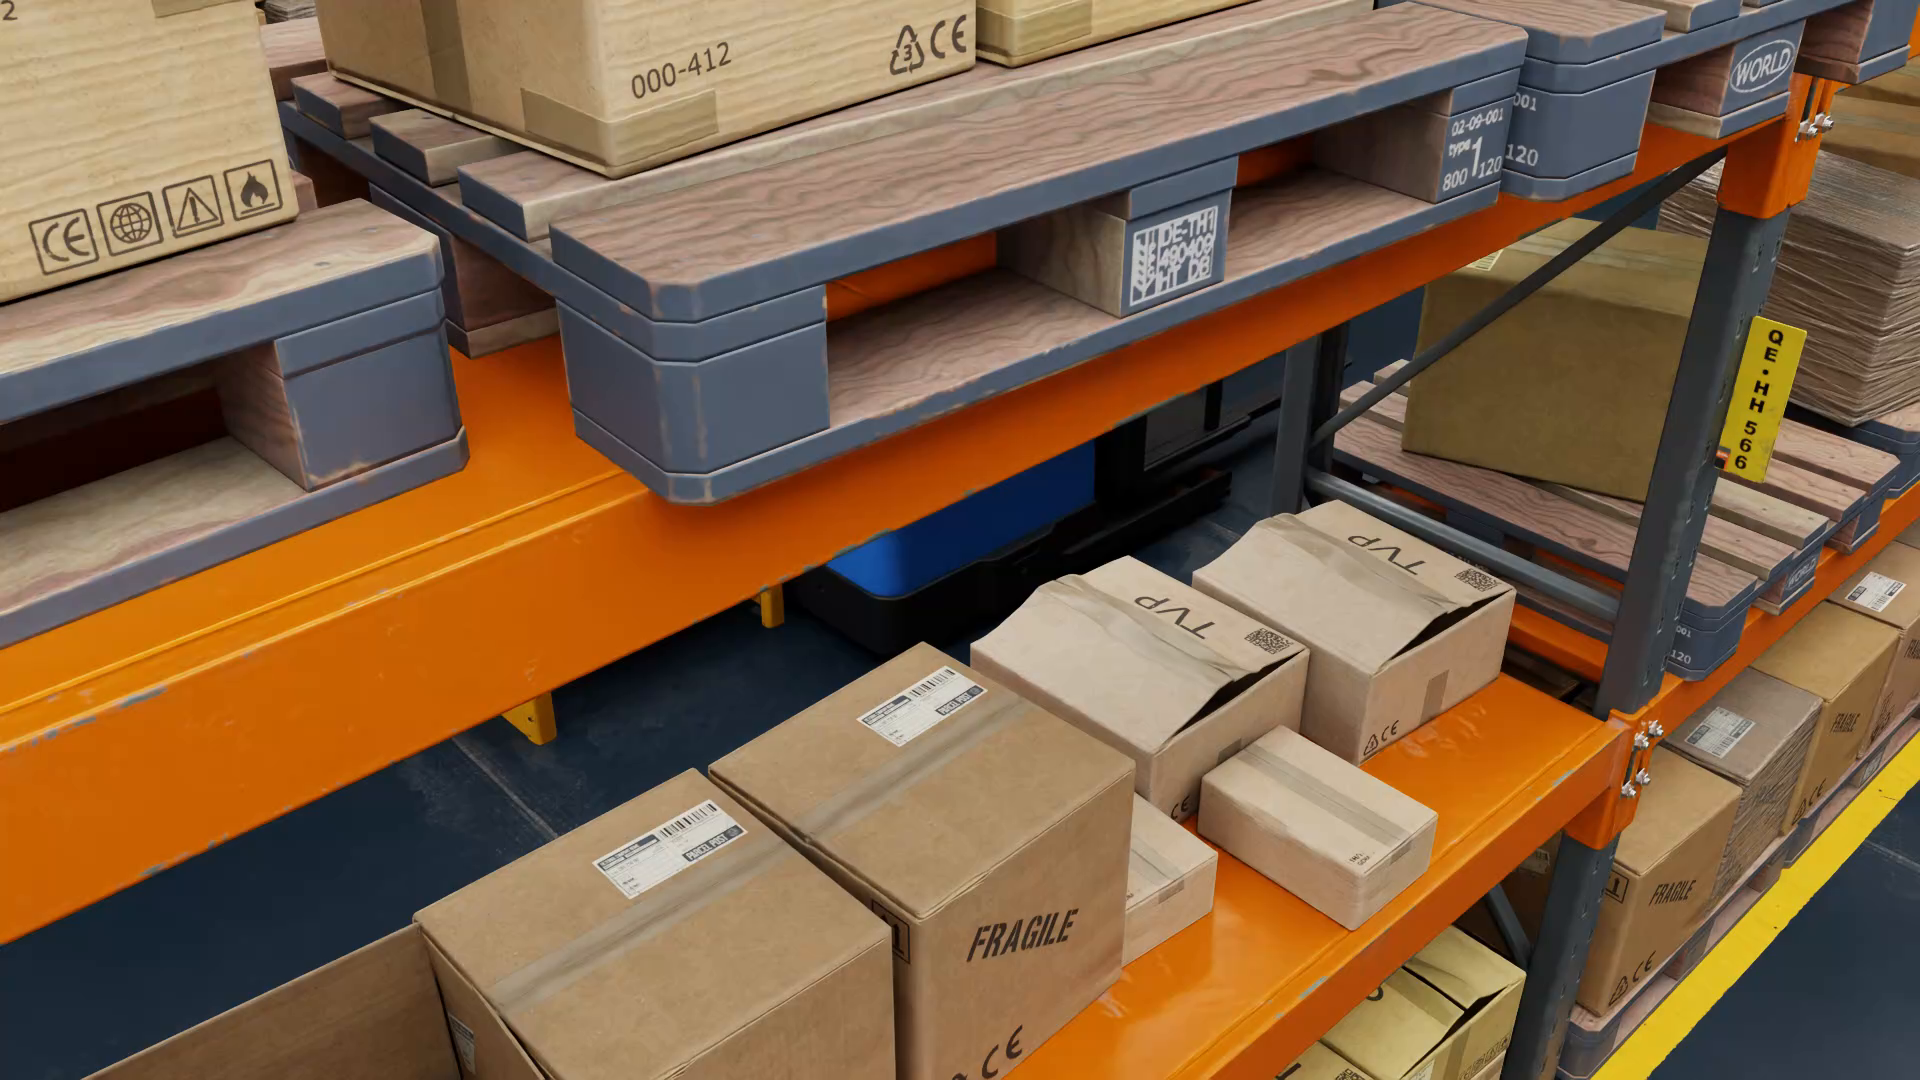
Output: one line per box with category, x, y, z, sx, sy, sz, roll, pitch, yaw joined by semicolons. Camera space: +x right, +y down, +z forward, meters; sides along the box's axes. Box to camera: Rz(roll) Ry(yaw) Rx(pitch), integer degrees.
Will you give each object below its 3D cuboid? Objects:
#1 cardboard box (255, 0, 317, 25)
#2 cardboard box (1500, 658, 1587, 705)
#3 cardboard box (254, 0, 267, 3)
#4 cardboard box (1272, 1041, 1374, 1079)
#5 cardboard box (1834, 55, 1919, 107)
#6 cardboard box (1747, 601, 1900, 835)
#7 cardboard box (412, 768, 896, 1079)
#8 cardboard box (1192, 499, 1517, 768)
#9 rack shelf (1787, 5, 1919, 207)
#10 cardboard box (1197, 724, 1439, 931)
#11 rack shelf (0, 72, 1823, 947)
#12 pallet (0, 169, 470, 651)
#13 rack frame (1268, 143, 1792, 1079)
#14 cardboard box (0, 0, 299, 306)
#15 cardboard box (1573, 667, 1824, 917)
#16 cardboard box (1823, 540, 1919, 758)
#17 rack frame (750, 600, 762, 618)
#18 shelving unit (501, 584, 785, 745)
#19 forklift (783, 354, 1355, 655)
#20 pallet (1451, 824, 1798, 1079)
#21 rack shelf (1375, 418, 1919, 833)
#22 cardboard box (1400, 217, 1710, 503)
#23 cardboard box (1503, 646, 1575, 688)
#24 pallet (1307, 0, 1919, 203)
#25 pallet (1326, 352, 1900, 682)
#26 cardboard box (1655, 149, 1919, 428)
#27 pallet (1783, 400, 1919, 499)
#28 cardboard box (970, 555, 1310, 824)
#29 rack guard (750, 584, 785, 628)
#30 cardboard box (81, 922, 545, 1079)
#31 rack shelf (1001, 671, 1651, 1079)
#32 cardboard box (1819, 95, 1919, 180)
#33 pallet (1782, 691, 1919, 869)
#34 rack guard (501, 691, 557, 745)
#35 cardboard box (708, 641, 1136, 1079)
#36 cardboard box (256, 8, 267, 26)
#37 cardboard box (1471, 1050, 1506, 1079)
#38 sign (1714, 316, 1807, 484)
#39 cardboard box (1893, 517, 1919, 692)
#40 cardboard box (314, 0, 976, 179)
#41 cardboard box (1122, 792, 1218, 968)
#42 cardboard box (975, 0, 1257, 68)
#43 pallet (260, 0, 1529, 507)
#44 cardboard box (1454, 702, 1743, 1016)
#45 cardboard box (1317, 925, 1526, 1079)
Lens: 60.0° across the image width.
cardboard box;-2.551;-1.938;6.526;0.700;0.500;0.500;24;39;34
cardboard box;1.684;0.473;5.075;0.500;0.500;0.500;-24;39;-34
cardboard box;-2.671;-2.131;6.221;0.380;0.149;0.250;22;38;31
cardboard box;0.565;1.237;3.547;0.500;0.311;0.500;-27;40;-36
cardboard box;3.130;-1.274;5.460;0.500;0.500;0.700;-19;36;-28
cardboard box;2.437;0.479;5.066;0.500;0.500;0.500;-26;40;-36
cardboard box;-0.447;0.761;2.534;0.500;0.500;0.500;-26;40;-35
cardboard box;0.861;0.166;3.688;0.500;0.311;0.500;-23;38;-33
rack shelf;2.624;-1.666;4.414;4.000;0.370;1.077;-26;40;-35
cardboard box;0.686;0.548;3.220;0.250;0.149;0.380;-26;40;-35
rack shelf;-0.309;-0.247;2.094;4.000;0.370;1.077;-26;40;-35
pallet;-1.137;-0.081;1.316;0.805;0.209;1.217;27;41;37
rack frame;1.158;0.016;3.849;0.127;3.000;1.000;-26;40;-35
cardboard box;-0.916;-0.371;1.347;0.500;0.250;0.500;25;39;34
cardboard box;2.066;0.655;4.778;0.500;0.500;0.500;-27;41;-37
cardboard box;2.816;0.292;5.372;0.500;0.500;0.500;-27;41;-37
rack frame;-0.883;-0.431;6.017;0.032;1.500;0.500;-27;41;-37
shelving unit;-1.240;-0.249;5.719;1.083;1.500;0.587;-27;41;-37
forklift;0.497;-1.492;6.381;3.031;2.935;1.130;-26;40;-36
pallet;1.731;0.955;4.986;1.213;0.211;1.003;-26;40;-35
rack shelf;2.624;-0.387;5.196;4.000;0.370;1.077;-26;40;-35
cardboard box;1.543;-0.472;4.149;0.700;0.500;0.500;15;35;23
cardboard box;1.722;0.132;4.915;0.500;0.250;0.500;-24;39;-34
pallet;0.721;-0.908;2.666;1.003;0.211;1.213;-24;39;-33
pallet;1.607;-0.170;4.336;1.003;0.211;1.213;-26;40;-35
cardboard box;2.343;-0.724;4.560;0.500;0.500;0.700;-18;36;-27
pallet;2.581;-0.594;5.030;1.213;0.211;1.003;-26;40;-35
cardboard box;0.370;0.297;3.474;0.500;0.311;0.500;-26;40;-36
rack guard;-0.884;0.103;6.342;0.087;0.250;0.587;-27;41;-37
cardboard box;-0.815;0.939;2.243;0.500;0.500;0.500;-23;38;-32
rack shelf;-0.309;1.032;2.876;4.000;0.370;1.077;-26;40;-35
cardboard box;2.837;-0.974;4.970;0.700;0.500;0.500;18;36;27
pallet;2.625;0.525;5.690;1.213;0.211;1.003;-26;40;-35
rack guard;-1.596;0.466;5.748;0.087;0.250;0.587;-27;41;-37
cardboard box;-0.061;0.575;2.839;0.500;0.500;0.500;27;40;36
cardboard box;-2.942;-1.729;6.185;0.700;0.500;0.500;25;39;35
cardboard box;0.938;1.290;3.999;0.500;0.250;0.500;-25;39;-34
sign;1.538;-0.267;3.201;0.005;0.325;0.100;-26;40;-35
cardboard box;3.188;0.110;5.669;0.500;0.500;0.500;-25;39;-35
cardboard box;-0.332;-0.615;1.746;0.500;0.250;0.500;25;40;35
cardboard box;0.261;0.597;3.139;0.250;0.149;0.380;-23;38;-32
cardboard box;0.064;-0.805;2.057;0.500;0.250;0.500;-27;40;-36
pallet;-0.097;-0.511;2.015;1.213;0.211;1.003;-24;39;-33
cardboard box;1.686;0.843;4.471;0.500;0.500;0.500;-24;39;-34
cardboard box;0.941;1.051;3.852;0.500;0.311;0.500;-25;39;-34
